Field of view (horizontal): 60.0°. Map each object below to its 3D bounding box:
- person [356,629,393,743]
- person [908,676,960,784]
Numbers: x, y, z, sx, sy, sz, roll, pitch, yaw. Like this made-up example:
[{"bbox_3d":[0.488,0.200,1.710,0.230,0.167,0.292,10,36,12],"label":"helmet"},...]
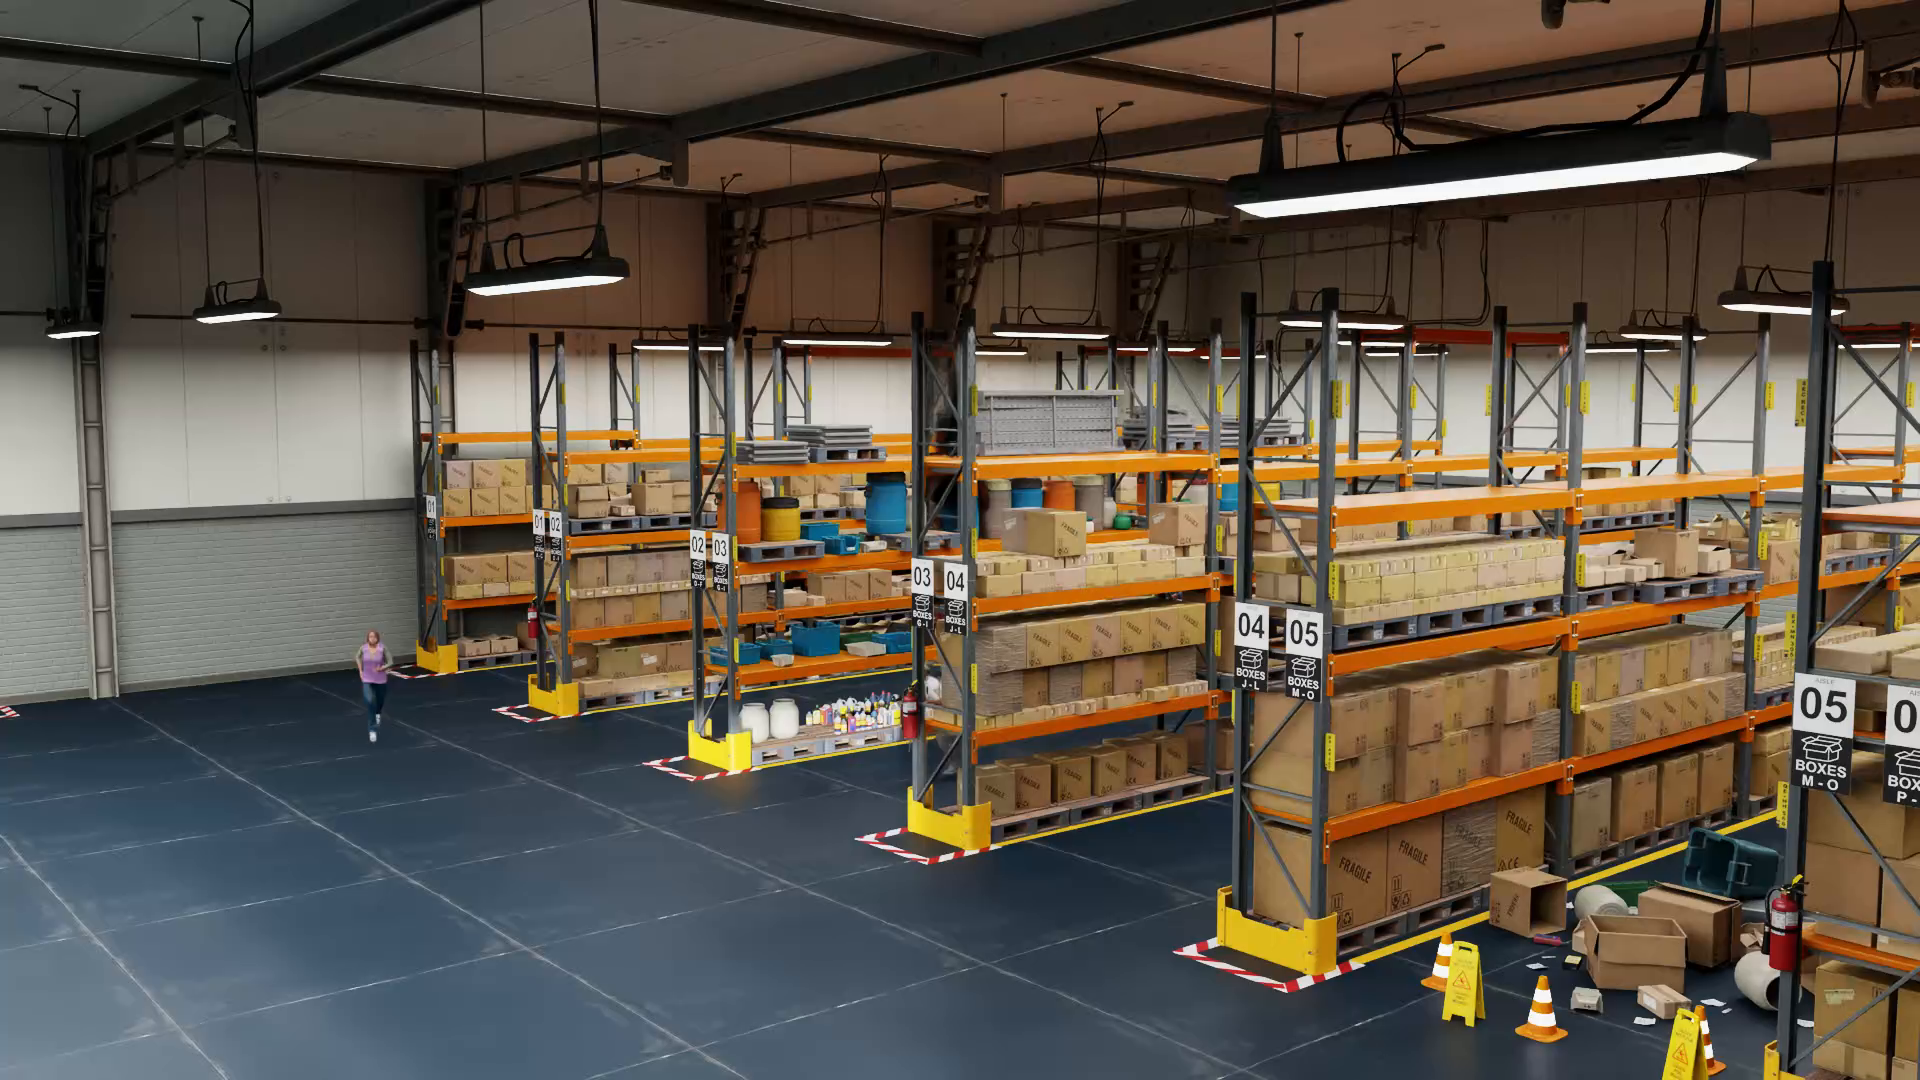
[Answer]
[{"bbox_3d":[-8.628,2.125,24.546,0.506,1.609,0.964,-2,6,-22],"label":"person"},{"bbox_3d":[-0.316,2.457,21.709,0.381,1.460,0.835,4,7,38],"label":"person"}]
